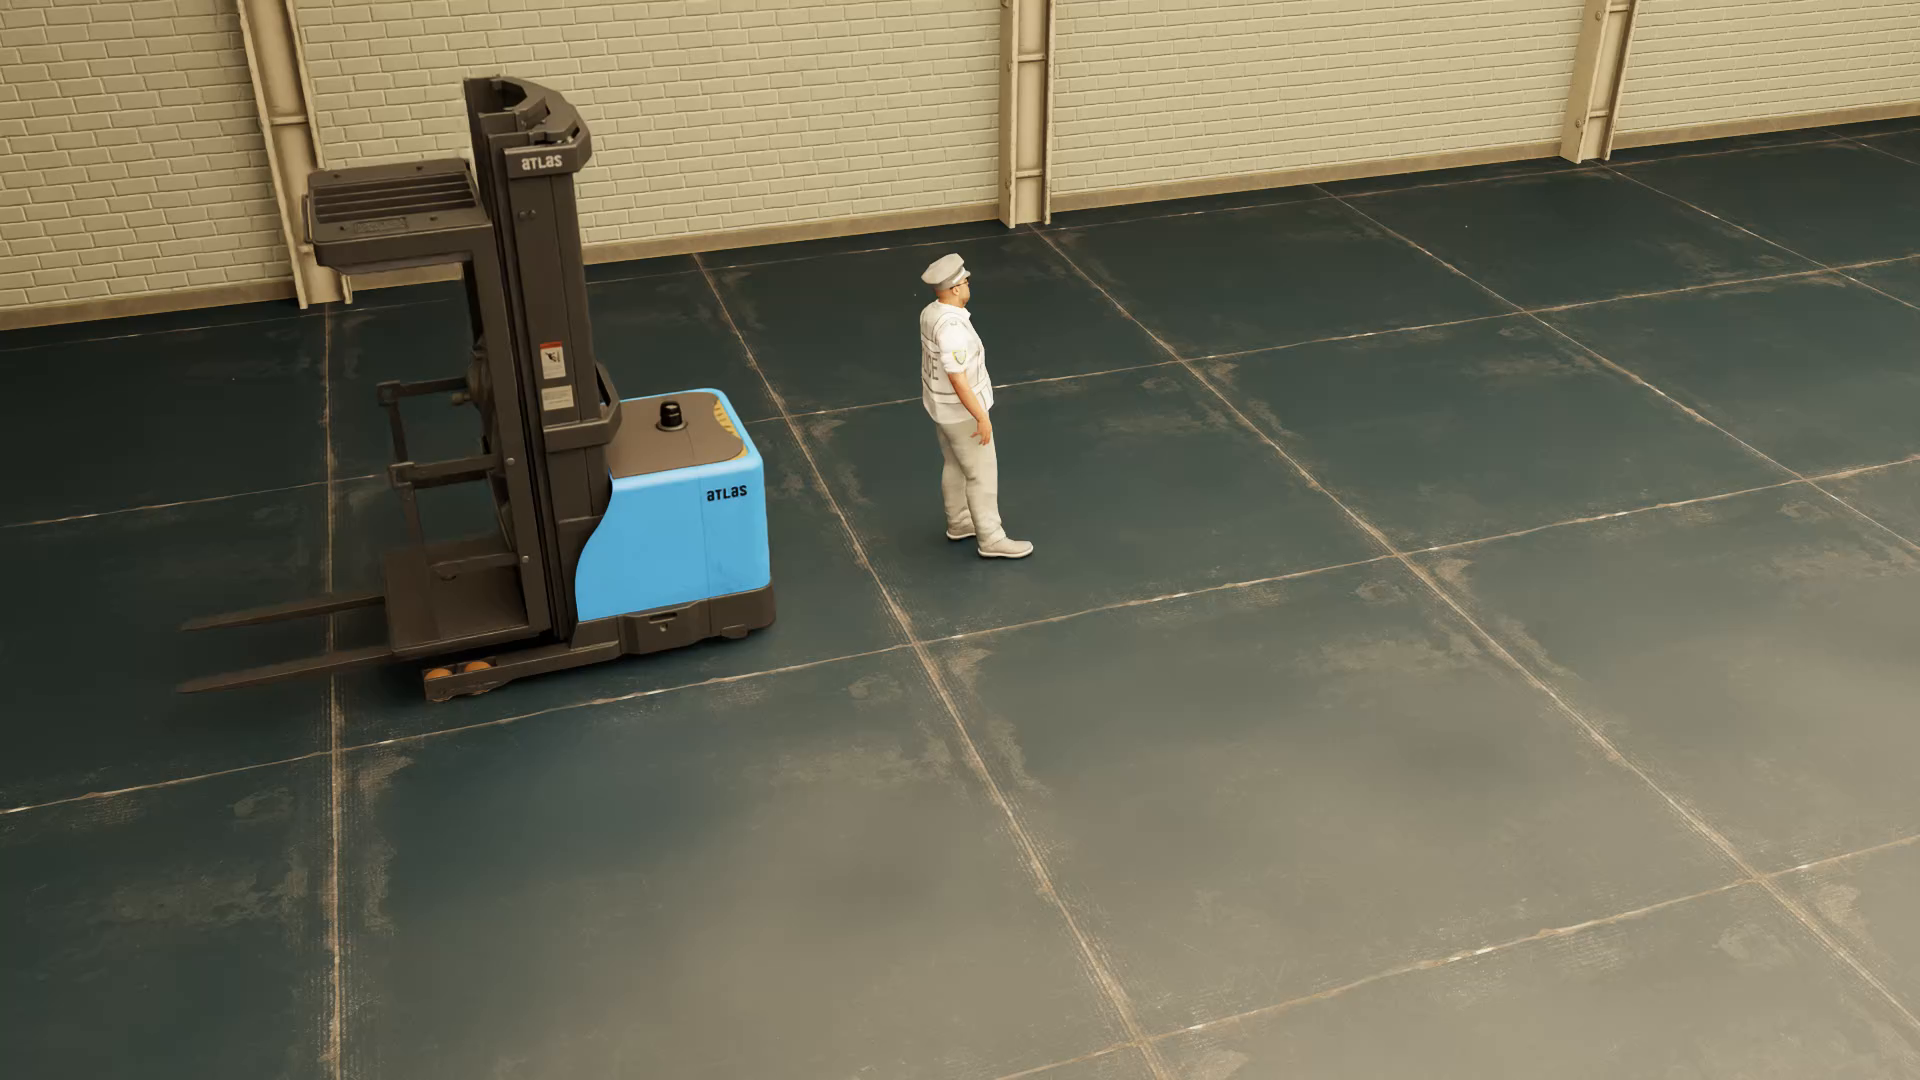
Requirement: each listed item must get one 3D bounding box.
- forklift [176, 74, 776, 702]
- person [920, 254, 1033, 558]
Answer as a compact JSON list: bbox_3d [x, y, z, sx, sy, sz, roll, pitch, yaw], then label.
[{"bbox_3d":[-2.587,-0.735,8.364,3.031,2.935,1.130,-10,32,-17],"label":"forklift"},{"bbox_3d":[0.077,-0.784,9.590,0.575,1.779,0.640,-10,31,-16],"label":"person"}]
